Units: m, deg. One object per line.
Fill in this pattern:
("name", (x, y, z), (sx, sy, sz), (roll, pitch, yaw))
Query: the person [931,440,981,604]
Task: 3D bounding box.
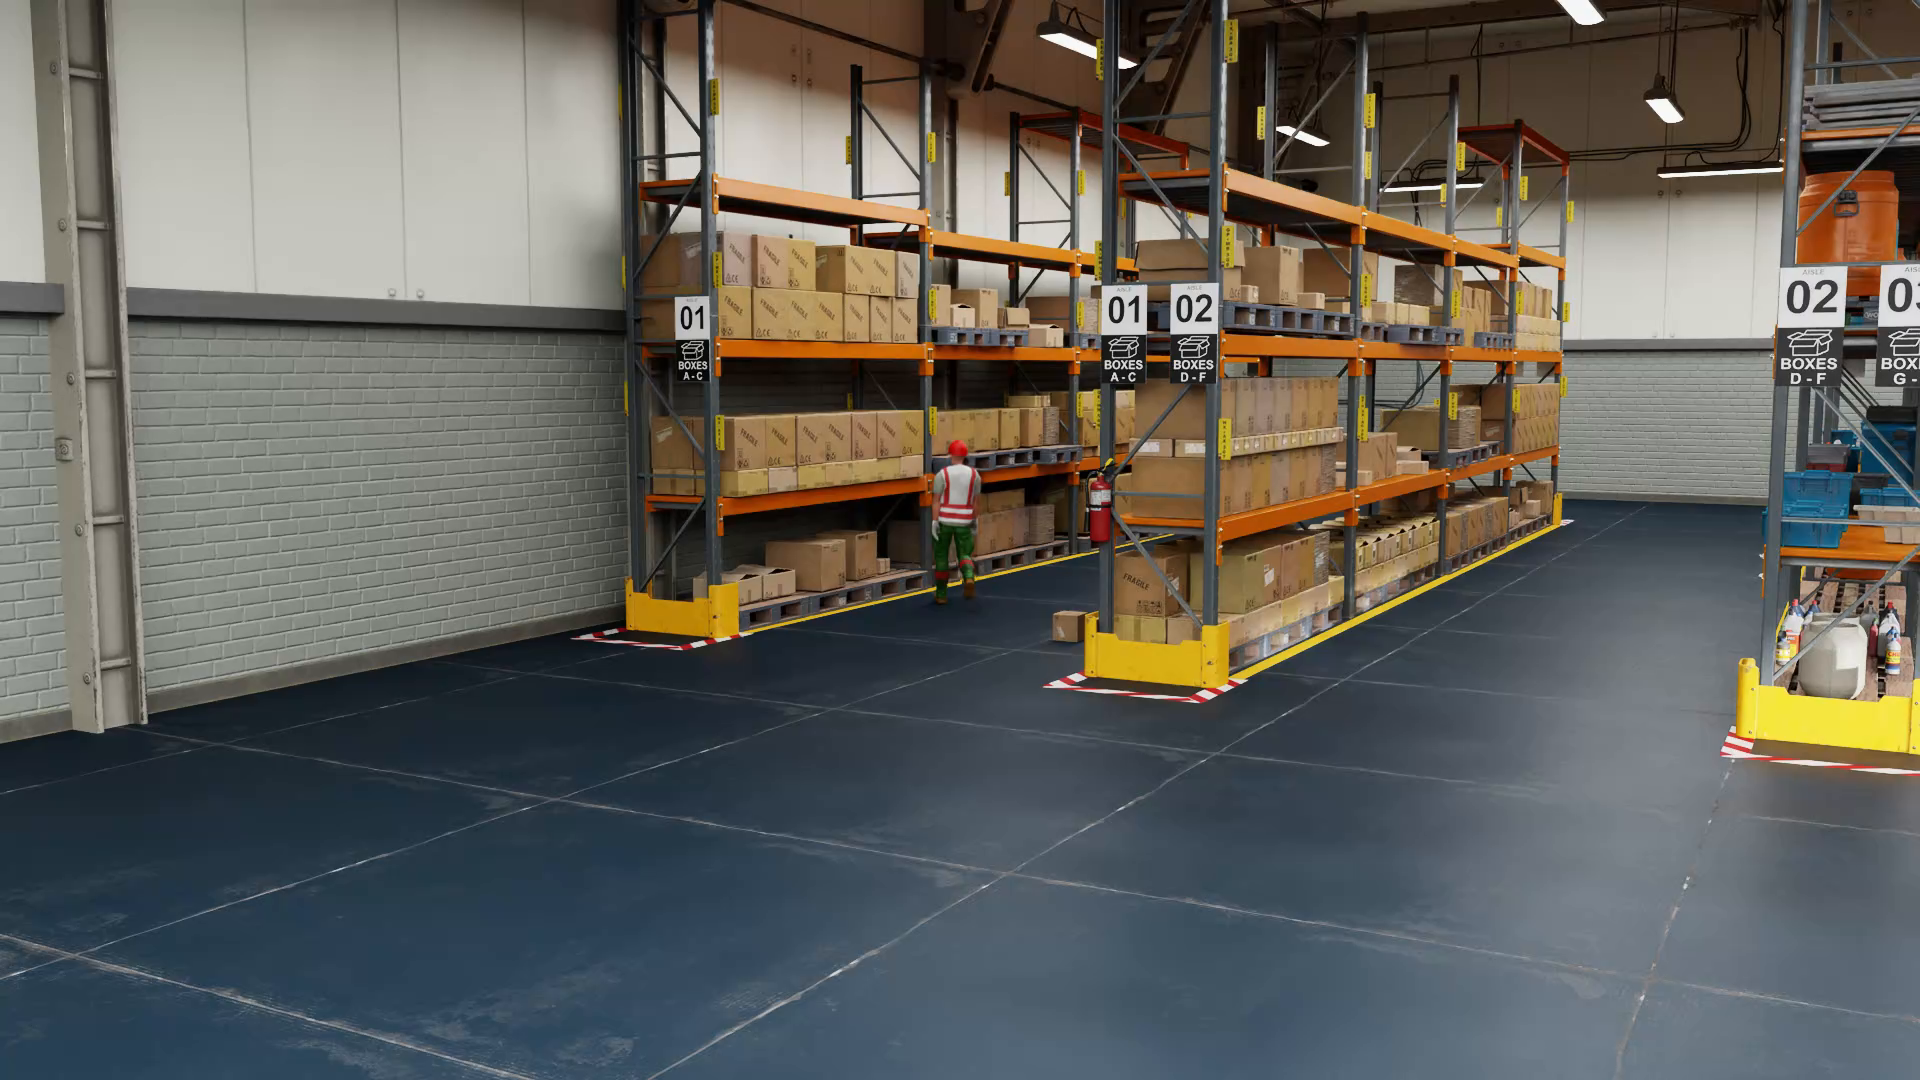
("person", (-0.048, -0.186, 17.735), (0.546, 1.769, 0.780), (-1, 6, -12))
